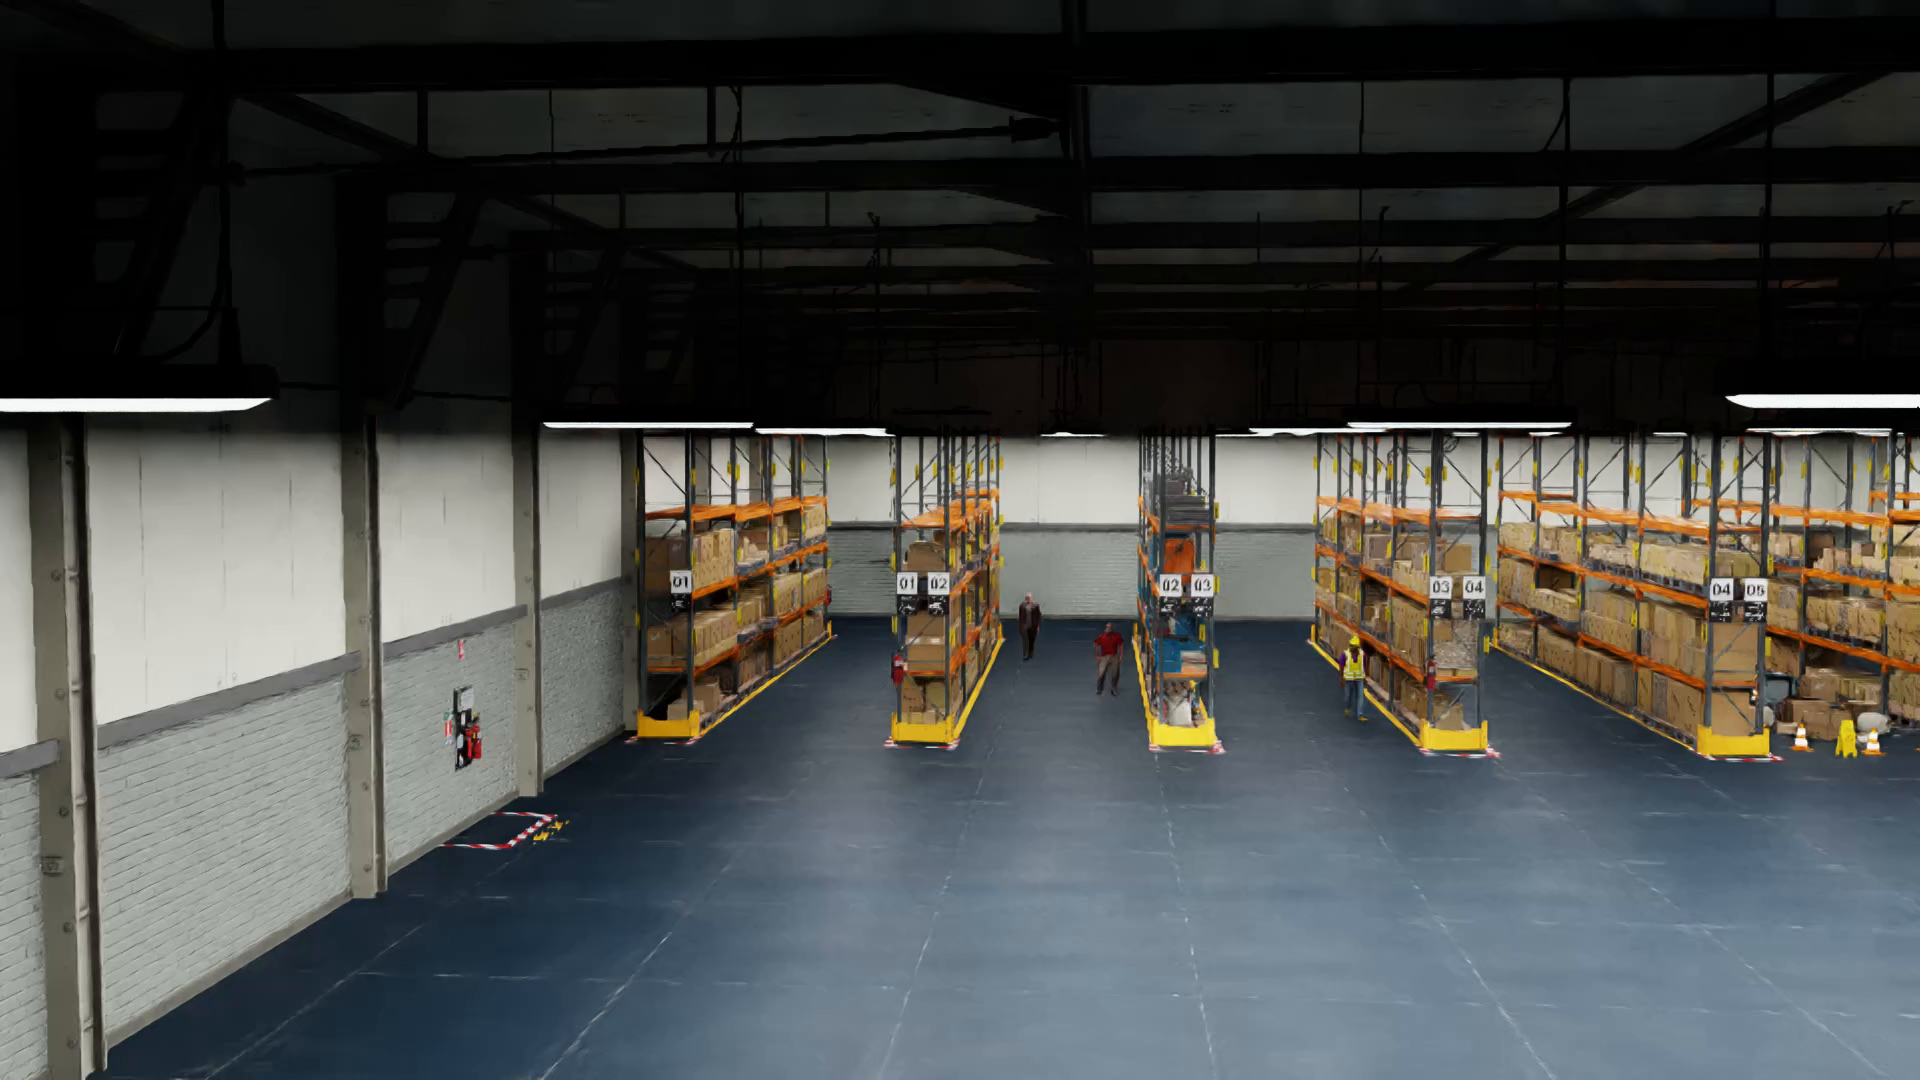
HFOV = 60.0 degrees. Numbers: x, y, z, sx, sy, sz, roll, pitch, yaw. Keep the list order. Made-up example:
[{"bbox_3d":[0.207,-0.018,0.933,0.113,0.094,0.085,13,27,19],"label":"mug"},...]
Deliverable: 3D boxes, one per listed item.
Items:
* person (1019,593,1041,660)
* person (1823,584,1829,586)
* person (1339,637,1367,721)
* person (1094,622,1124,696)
[{"bbox_3d":[1.815,2.226,43.234,0.600,1.725,1.111,0,3,4],"label":"person"},{"bbox_3d":[23.504,2.081,45.143,0.509,1.788,0.669,0,3,-6],"label":"person"},{"bbox_3d":[8.009,2.805,33.866,0.577,1.691,1.121,0,4,7],"label":"person"},{"bbox_3d":[3.315,2.637,37.029,0.682,1.676,0.529,0,3,3],"label":"person"}]
